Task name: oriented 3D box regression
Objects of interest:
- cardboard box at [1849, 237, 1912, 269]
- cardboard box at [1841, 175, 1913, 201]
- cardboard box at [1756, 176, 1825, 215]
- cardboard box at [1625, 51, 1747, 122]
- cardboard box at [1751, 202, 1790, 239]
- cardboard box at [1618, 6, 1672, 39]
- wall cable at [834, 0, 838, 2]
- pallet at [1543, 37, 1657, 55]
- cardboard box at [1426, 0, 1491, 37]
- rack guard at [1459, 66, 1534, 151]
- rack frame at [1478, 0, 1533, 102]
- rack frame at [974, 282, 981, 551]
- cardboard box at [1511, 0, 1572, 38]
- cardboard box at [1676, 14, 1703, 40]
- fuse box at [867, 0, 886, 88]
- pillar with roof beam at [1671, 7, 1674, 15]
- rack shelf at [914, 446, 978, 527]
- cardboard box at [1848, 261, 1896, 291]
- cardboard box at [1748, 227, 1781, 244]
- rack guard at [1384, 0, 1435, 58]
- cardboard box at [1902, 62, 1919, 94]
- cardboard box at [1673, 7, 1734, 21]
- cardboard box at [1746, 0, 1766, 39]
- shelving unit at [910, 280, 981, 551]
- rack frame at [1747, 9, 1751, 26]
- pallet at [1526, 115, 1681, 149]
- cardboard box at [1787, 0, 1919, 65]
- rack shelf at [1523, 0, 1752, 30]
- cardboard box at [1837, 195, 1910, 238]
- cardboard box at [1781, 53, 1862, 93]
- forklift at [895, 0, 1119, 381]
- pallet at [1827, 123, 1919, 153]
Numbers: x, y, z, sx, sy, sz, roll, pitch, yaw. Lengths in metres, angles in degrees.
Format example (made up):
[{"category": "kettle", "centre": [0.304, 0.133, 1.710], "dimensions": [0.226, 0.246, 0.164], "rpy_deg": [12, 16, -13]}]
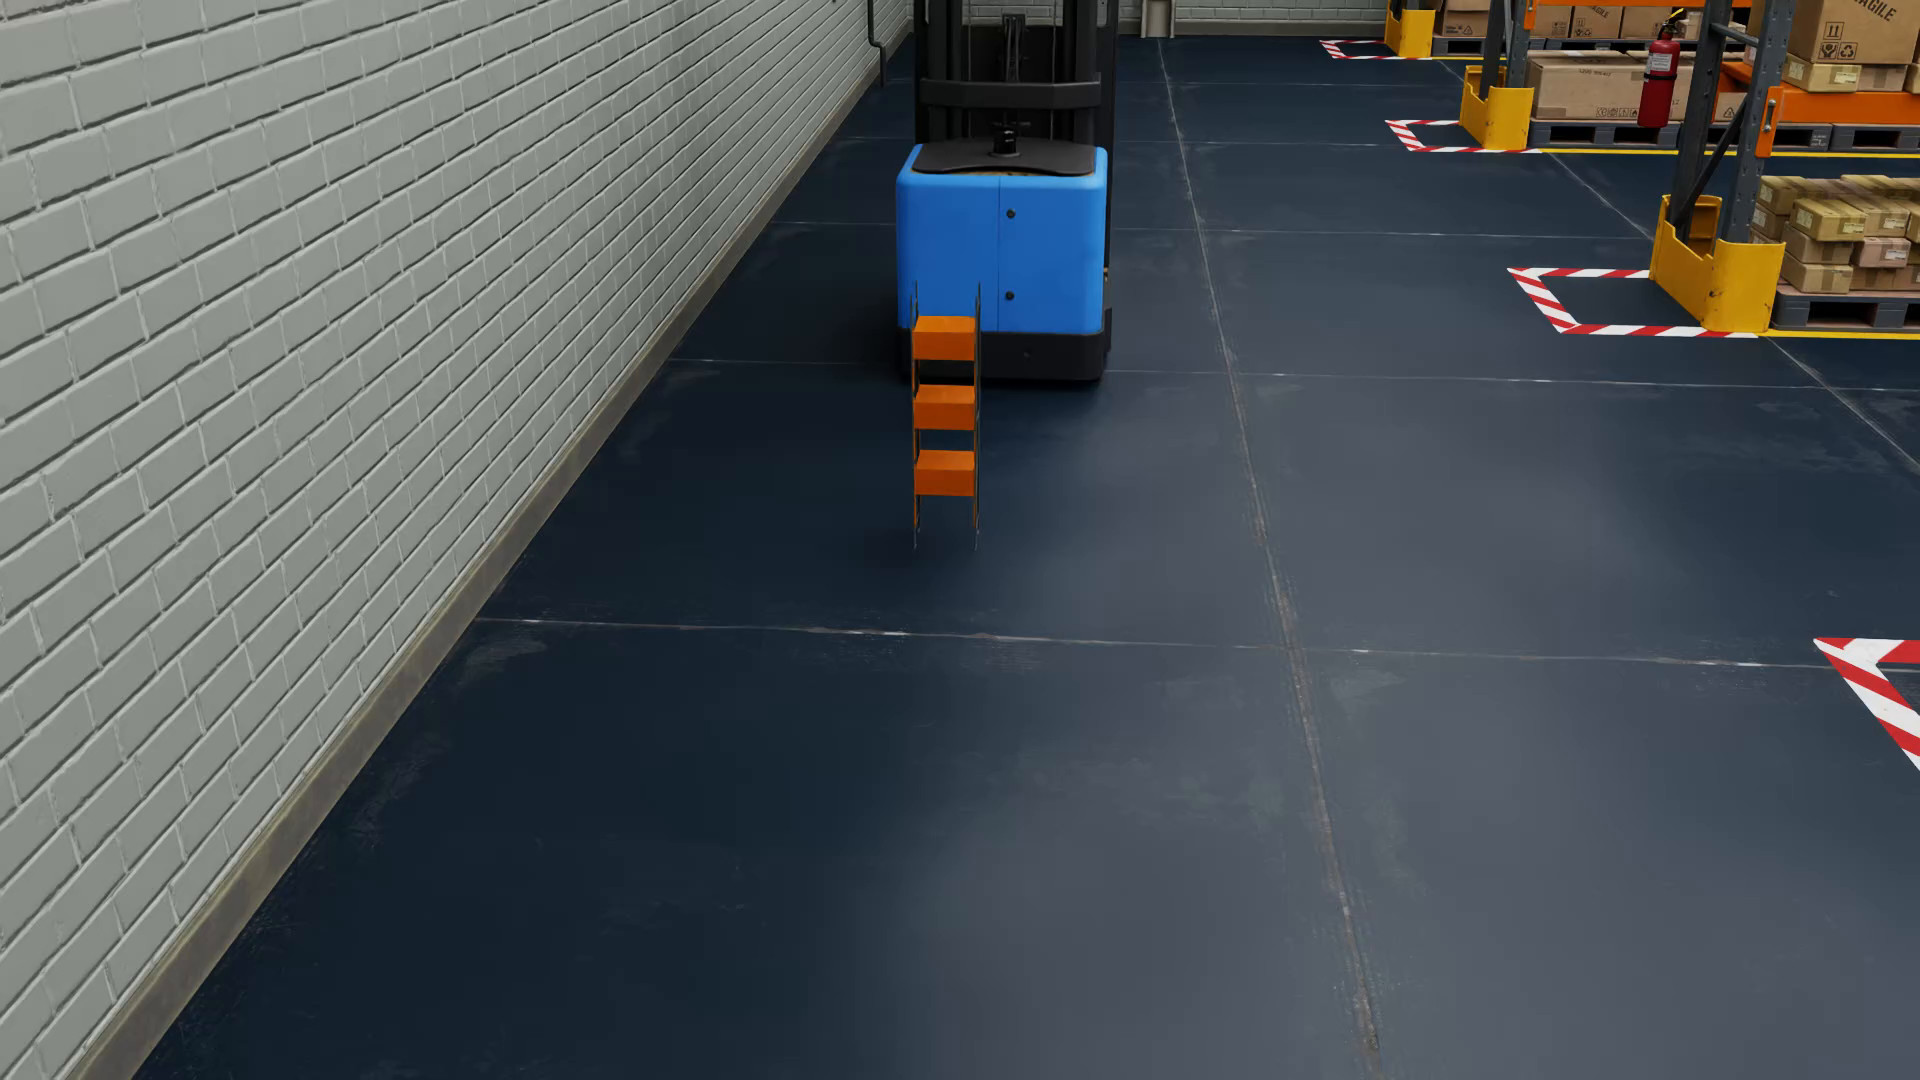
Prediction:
[{"category": "cardboard box", "centre": [5.081, -1.638, 9.274], "dimensions": [0.250, 0.149, 0.380], "rpy_deg": [2, 25, 4]}, {"category": "cardboard box", "centre": [5.370, -2.031, 9.772], "dimensions": [0.250, 0.149, 0.380], "rpy_deg": [1, 25, 3]}, {"category": "cardboard box", "centre": [4.856, -2.018, 9.744], "dimensions": [0.250, 0.149, 0.380], "rpy_deg": [2, 25, 5]}, {"category": "cardboard box", "centre": [6.166, -3.852, 14.095], "dimensions": [0.875, 0.438, 0.875], "rpy_deg": [2, 25, 5]}, {"category": "cardboard box", "centre": [4.857, -1.896, 9.835], "dimensions": [0.250, 0.149, 0.380], "rpy_deg": [1, 25, 3]}, {"category": "cardboard box", "centre": [7.451, -5.818, 18.294], "dimensions": [0.500, 0.500, 0.700], "rpy_deg": [1, 25, 2]}, {"category": "wall cable", "centre": [-1.037, -5.476, 13.810], "dimensions": [0.123, 1.953, 0.585], "rpy_deg": [2, 25, 4]}, {"category": "pallet", "centre": [7.047, -5.564, 18.590], "dimensions": [1.213, 0.211, 1.003], "rpy_deg": [2, 25, 4]}, {"category": "cardboard box", "centre": [5.566, -5.896, 18.460], "dimensions": [0.637, 0.503, 0.797], "rpy_deg": [1, 25, 2]}, {"category": "rack guard", "centre": [4.563, -3.695, 14.182], "dimensions": [0.348, 0.500, 1.175], "rpy_deg": [2, 25, 4]}, {"category": "rack frame", "centre": [4.587, -4.830, 13.658], "dimensions": [0.127, 3.000, 1.000], "rpy_deg": [2, 25, 4]}, {"category": "rack frame", "centre": [0.068, -0.475, 6.526], "dimensions": [0.008, 1.050, 0.200], "rpy_deg": [2, 25, 4]}, {"category": "cardboard box", "centre": [6.415, -5.851, 18.366], "dimensions": [0.500, 0.500, 0.700], "rpy_deg": [3, 25, 6]}, {"category": "cardboard box", "centre": [8.018, -5.626, 18.157], "dimensions": [0.258, 0.266, 0.396], "rpy_deg": [3, 25, 6]}, {"category": "fuse box", "centre": [-0.730, -5.286, 16.191], "dimensions": [0.414, 1.711, 0.539], "rpy_deg": [2, 25, 4]}, {"category": "pillar with roof beam", "centre": [7.997, -8.100, 13.588], "dimensions": [0.400, 9.000, 9.100], "rpy_deg": [2, 25, 4]}, {"category": "rack shelf", "centre": [-0.053, -0.217, 6.655], "dimensions": [0.240, 0.259, 0.215], "rpy_deg": [2, 25, 4]}, {"category": "cardboard box", "centre": [5.074, -1.535, 9.405], "dimensions": [0.250, 0.149, 0.380], "rpy_deg": [2, 25, 4]}, {"category": "cardboard box", "centre": [4.850, -1.729, 9.828], "dimensions": [0.250, 0.149, 0.380], "rpy_deg": [2, 25, 5]}, {"category": "rack guard", "centre": [5.039, -5.761, 18.672], "dimensions": [0.348, 0.500, 1.175], "rpy_deg": [2, 25, 4]}, {"category": "cardboard box", "centre": [5.128, -2.481, 8.853], "dimensions": [0.250, 0.149, 0.380], "rpy_deg": [1, 25, 2]}, {"category": "cardboard box", "centre": [8.311, -5.860, 18.610], "dimensions": [0.500, 0.311, 0.500], "rpy_deg": [3, 25, 6]}, {"category": "cardboard box", "centre": [4.777, -3.037, 9.286], "dimensions": [0.500, 0.500, 0.500], "rpy_deg": [2, 25, 5]}, {"category": "shelving unit", "centre": [-0.053, -0.479, 6.534], "dimensions": [0.252, 1.050, 0.215], "rpy_deg": [2, 25, 4]}, {"category": "rack frame", "centre": [8.952, -6.771, 17.876], "dimensions": [0.127, 3.000, 1.000], "rpy_deg": [2, 25, 4]}, {"category": "pallet", "centre": [5.391, -3.570, 14.256], "dimensions": [1.213, 0.211, 1.003], "rpy_deg": [2, 25, 4]}, {"category": "cardboard box", "centre": [4.736, -2.815, 8.803], "dimensions": [0.500, 0.500, 0.500], "rpy_deg": [3, 25, 6]}, {"category": "rack shelf", "centre": [6.581, -4.439, 13.669], "dimensions": [4.000, 0.370, 1.077], "rpy_deg": [2, 25, 4]}, {"category": "cardboard box", "centre": [5.090, -1.812, 9.297], "dimensions": [0.250, 0.149, 0.380], "rpy_deg": [2, 25, 5]}, {"category": "cardboard box", "centre": [4.607, -2.502, 8.901], "dimensions": [0.250, 0.149, 0.380], "rpy_deg": [2, 25, 4]}, {"category": "forklift", "centre": [0.319, -2.707, 9.127], "dimensions": [1.130, 2.935, 3.031], "rpy_deg": [2, 25, 5]}, {"category": "pallet", "centre": [7.823, -3.492, 14.087], "dimensions": [1.213, 0.211, 1.003], "rpy_deg": [2, 25, 4]}]
